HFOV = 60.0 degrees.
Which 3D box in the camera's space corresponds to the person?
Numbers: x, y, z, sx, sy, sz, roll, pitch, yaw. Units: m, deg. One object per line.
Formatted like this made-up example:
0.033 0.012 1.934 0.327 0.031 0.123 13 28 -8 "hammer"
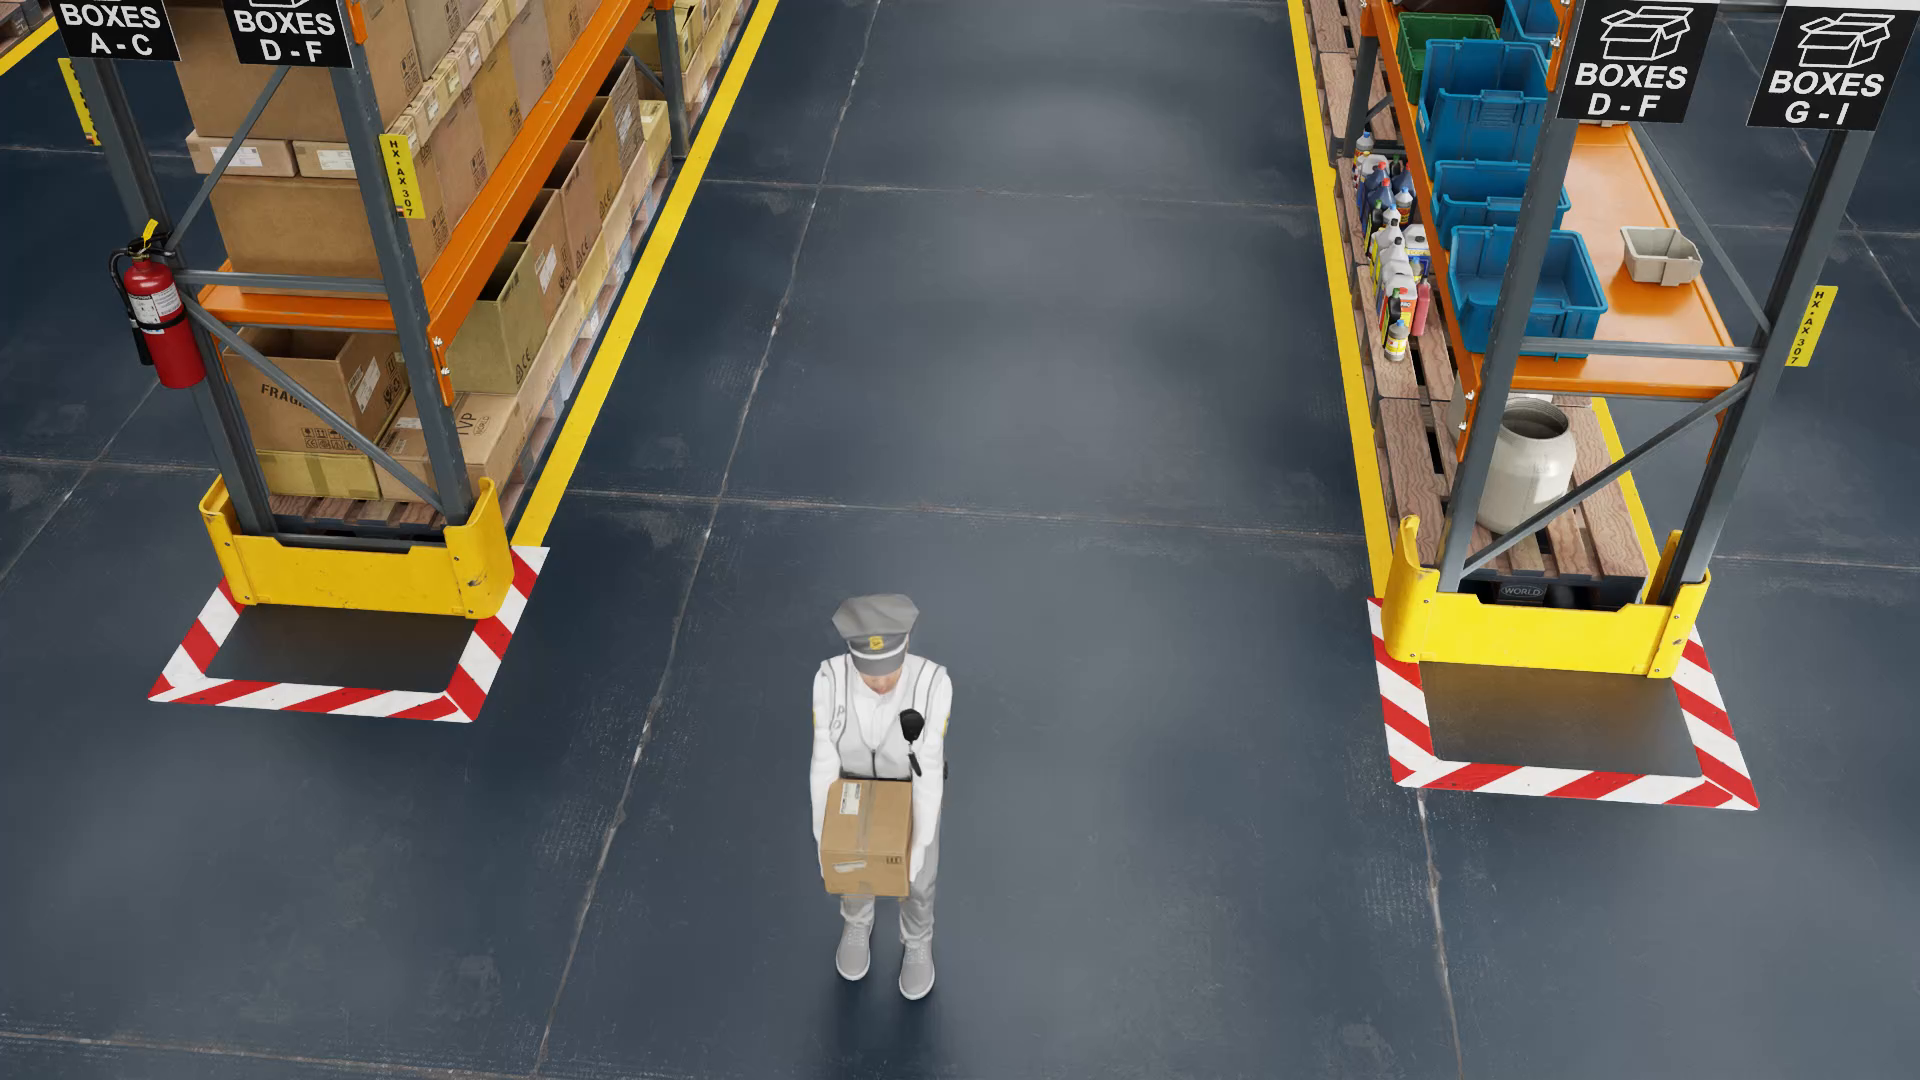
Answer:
-0.238 0.831 5.179 0.421 1.665 0.535 3 40 3 "person"
